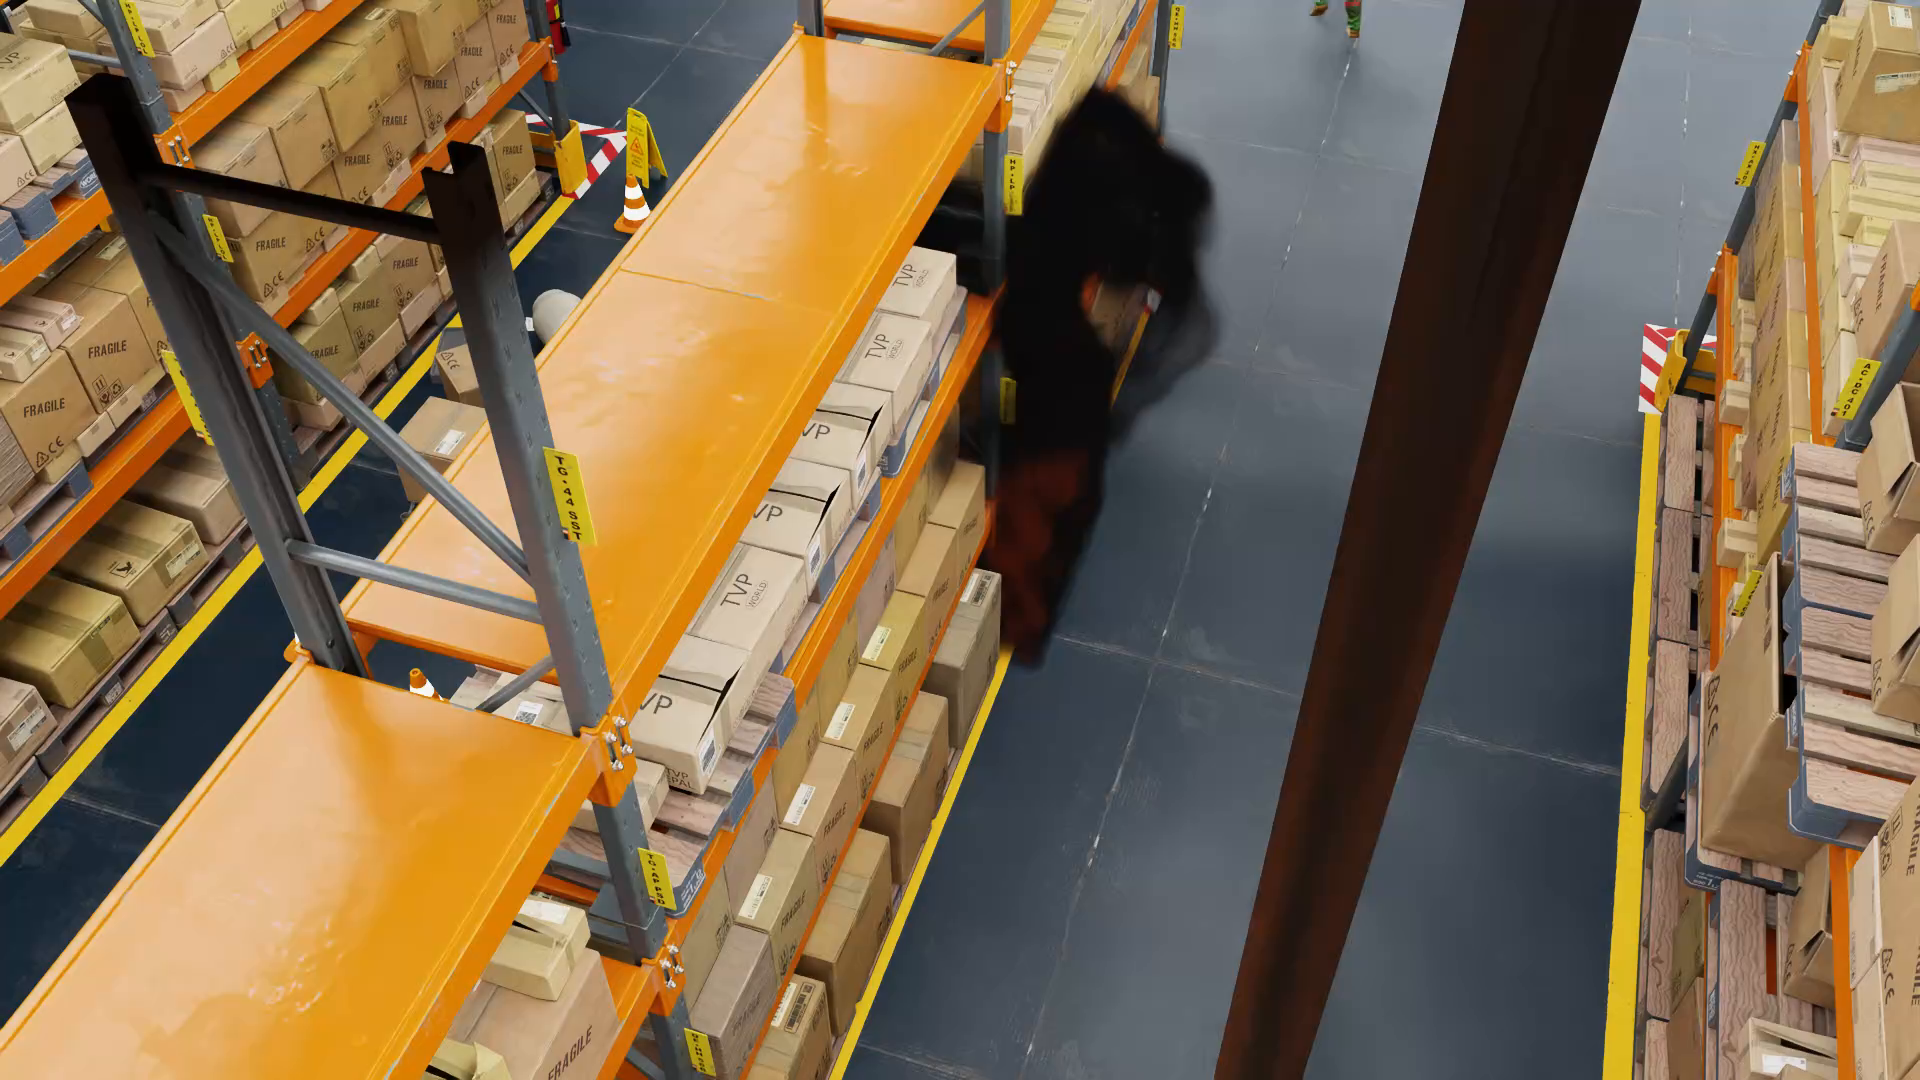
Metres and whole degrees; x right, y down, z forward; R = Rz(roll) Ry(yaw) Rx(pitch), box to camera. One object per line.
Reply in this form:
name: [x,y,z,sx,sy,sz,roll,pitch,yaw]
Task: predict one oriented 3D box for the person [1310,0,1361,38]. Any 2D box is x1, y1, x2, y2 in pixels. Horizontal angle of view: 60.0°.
person: [3.510,-5.511,15.388,0.706,1.710,1.010,-14,47,-13]
